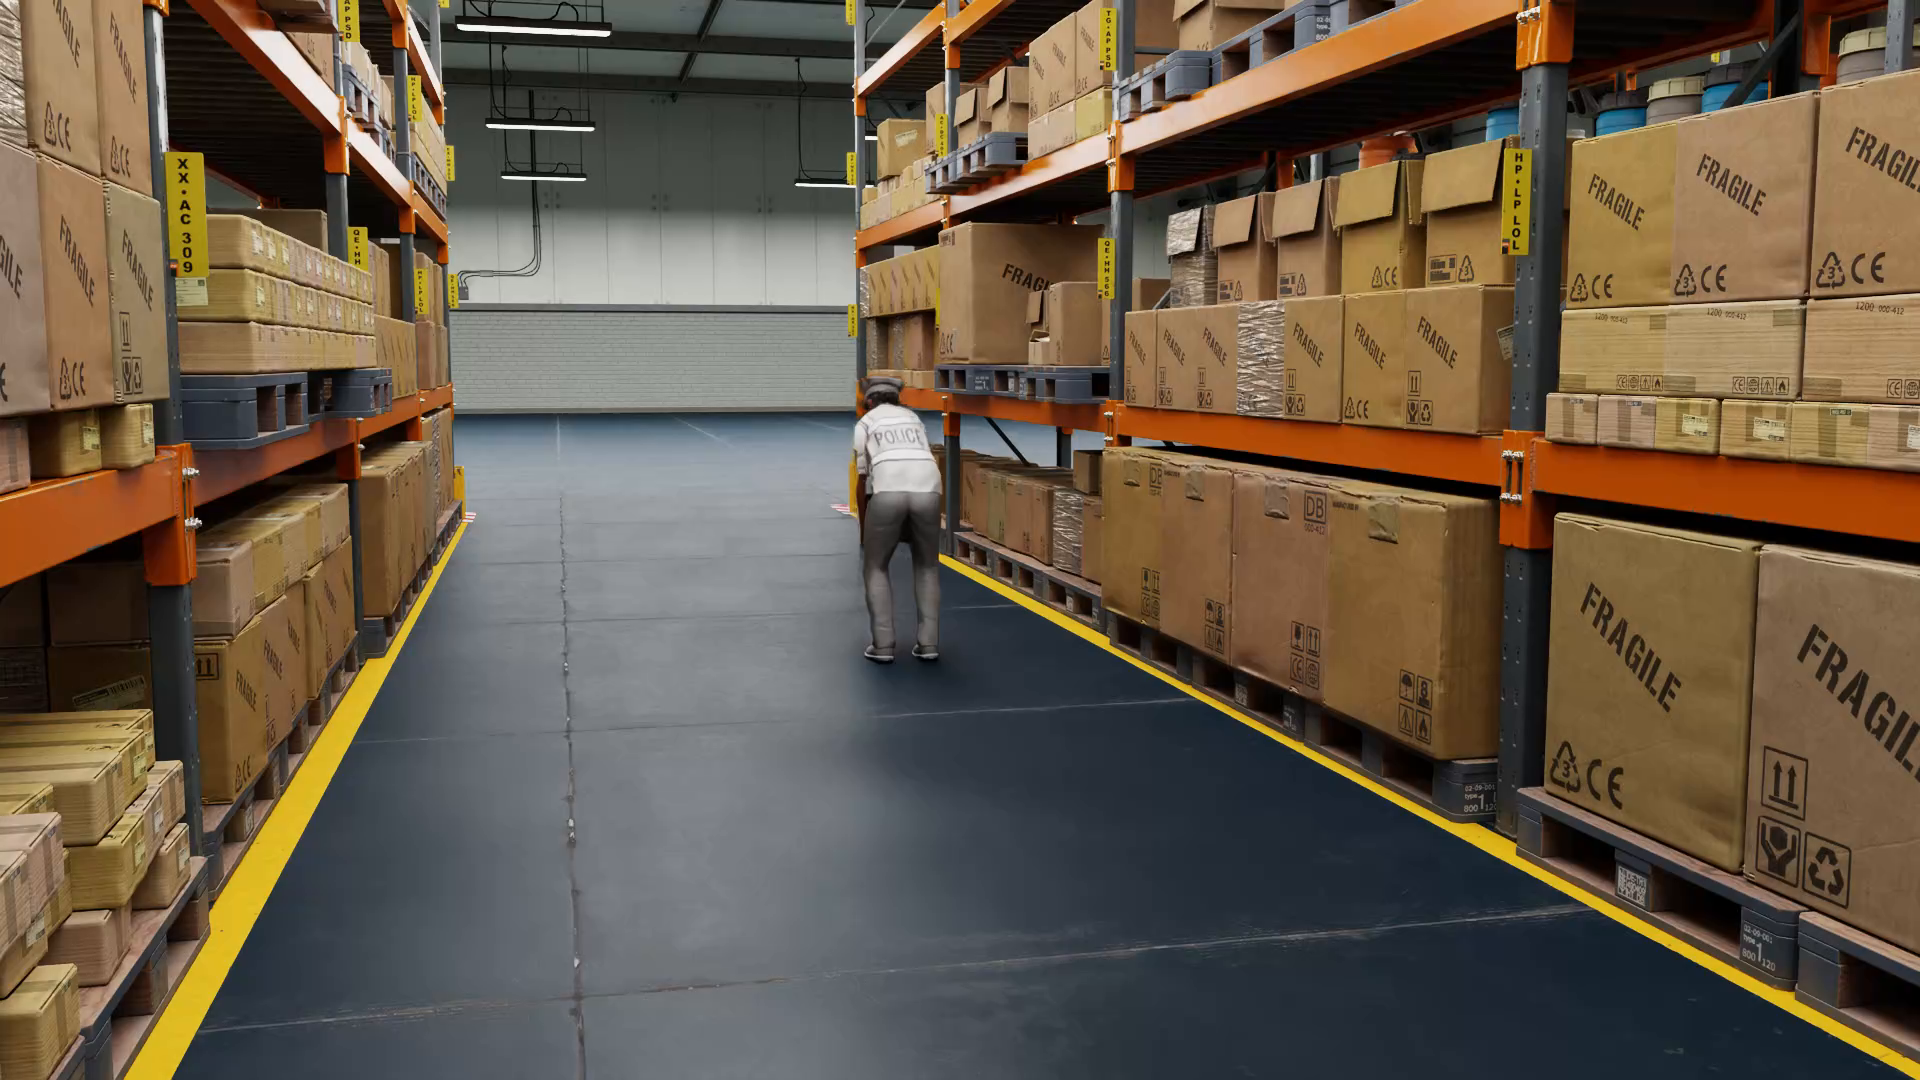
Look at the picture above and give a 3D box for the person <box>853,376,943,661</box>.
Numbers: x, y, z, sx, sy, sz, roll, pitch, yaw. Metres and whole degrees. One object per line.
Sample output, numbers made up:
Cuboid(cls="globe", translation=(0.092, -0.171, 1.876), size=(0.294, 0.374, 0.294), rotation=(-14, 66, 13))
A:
Cuboid(cls="person", translation=(-0.346, -0.123, 8.757), size=(0.412, 1.466, 0.779), rotation=(-2, 6, -15))
